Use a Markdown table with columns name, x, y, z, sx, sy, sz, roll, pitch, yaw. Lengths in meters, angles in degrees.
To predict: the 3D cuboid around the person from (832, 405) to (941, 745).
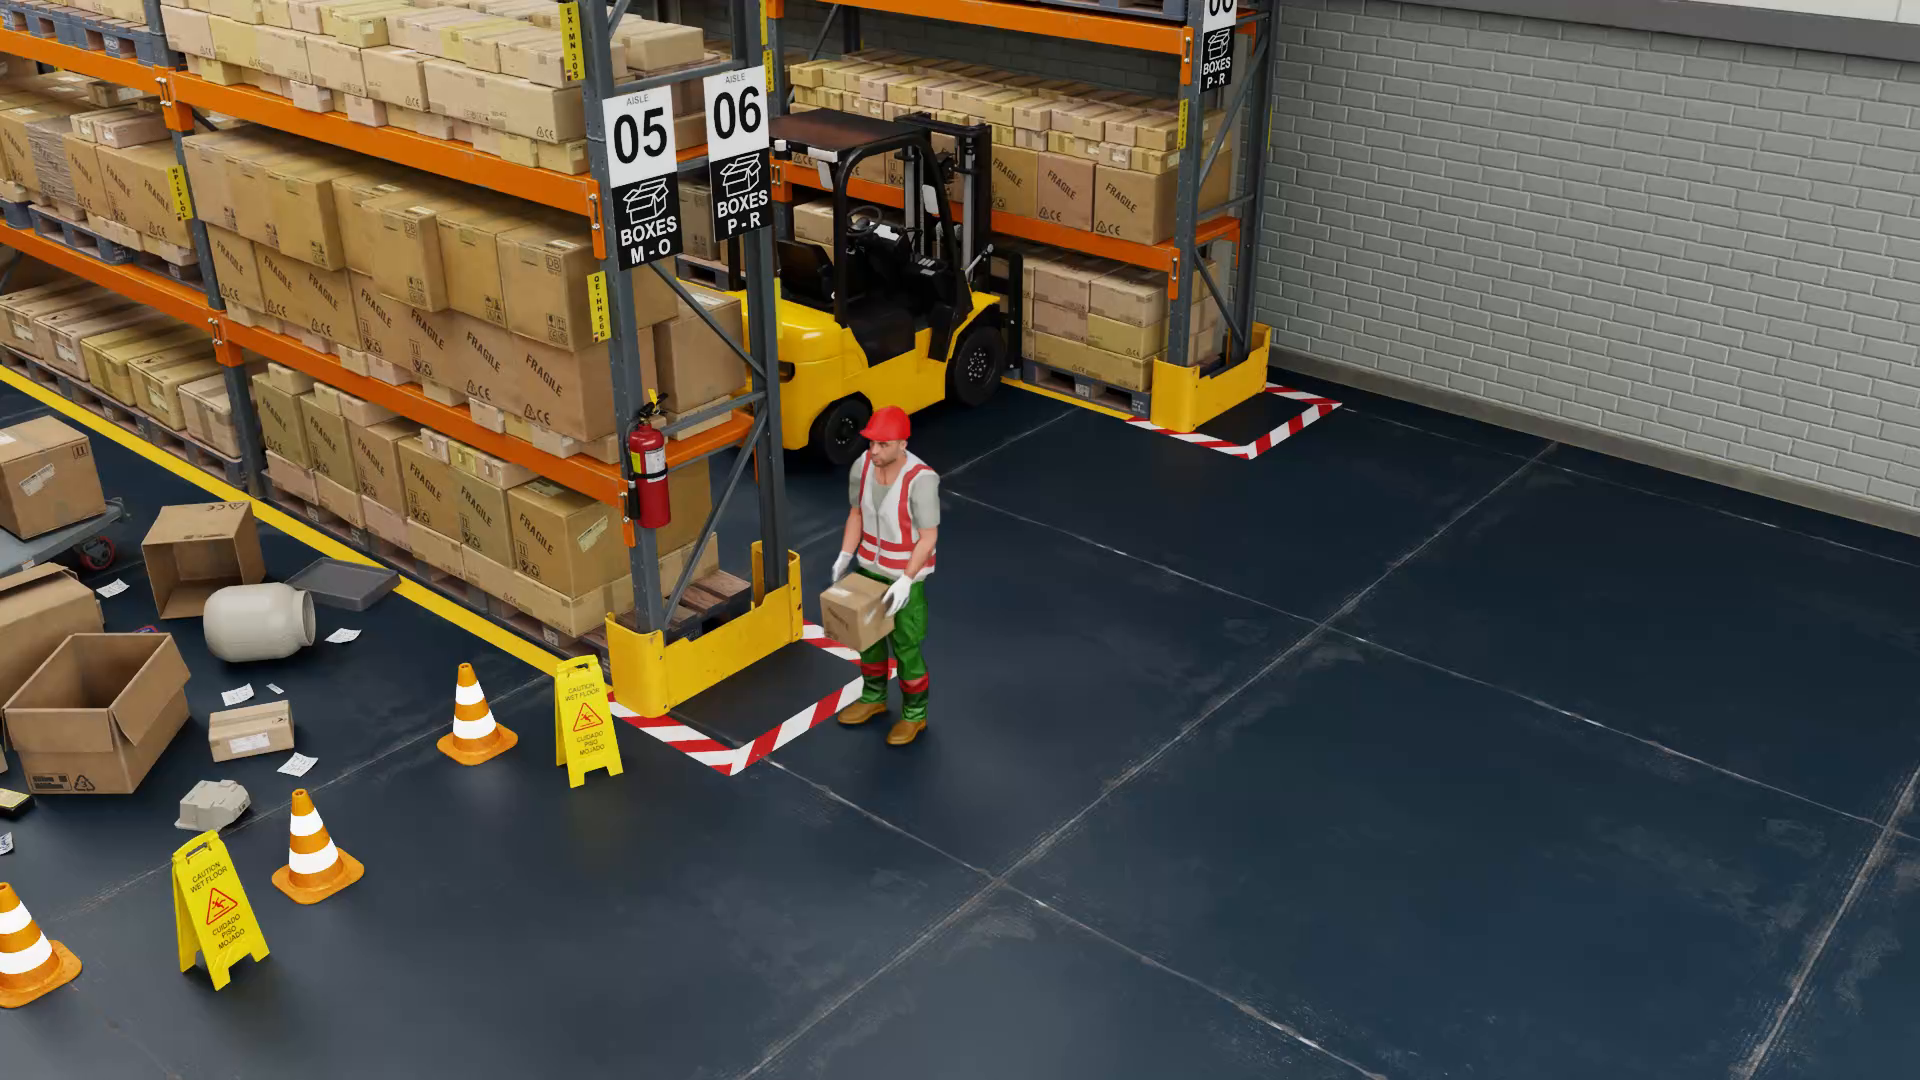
| name | x | y | z | sx | sy | sz | roll | pitch | yaw |
| --- | --- | --- | --- | --- | --- | --- | --- | --- | --- |
| person | -0.354 | 0.172 | 8.253 | 0.537 | 1.791 | 0.449 | 20 | 33 | 34 |
